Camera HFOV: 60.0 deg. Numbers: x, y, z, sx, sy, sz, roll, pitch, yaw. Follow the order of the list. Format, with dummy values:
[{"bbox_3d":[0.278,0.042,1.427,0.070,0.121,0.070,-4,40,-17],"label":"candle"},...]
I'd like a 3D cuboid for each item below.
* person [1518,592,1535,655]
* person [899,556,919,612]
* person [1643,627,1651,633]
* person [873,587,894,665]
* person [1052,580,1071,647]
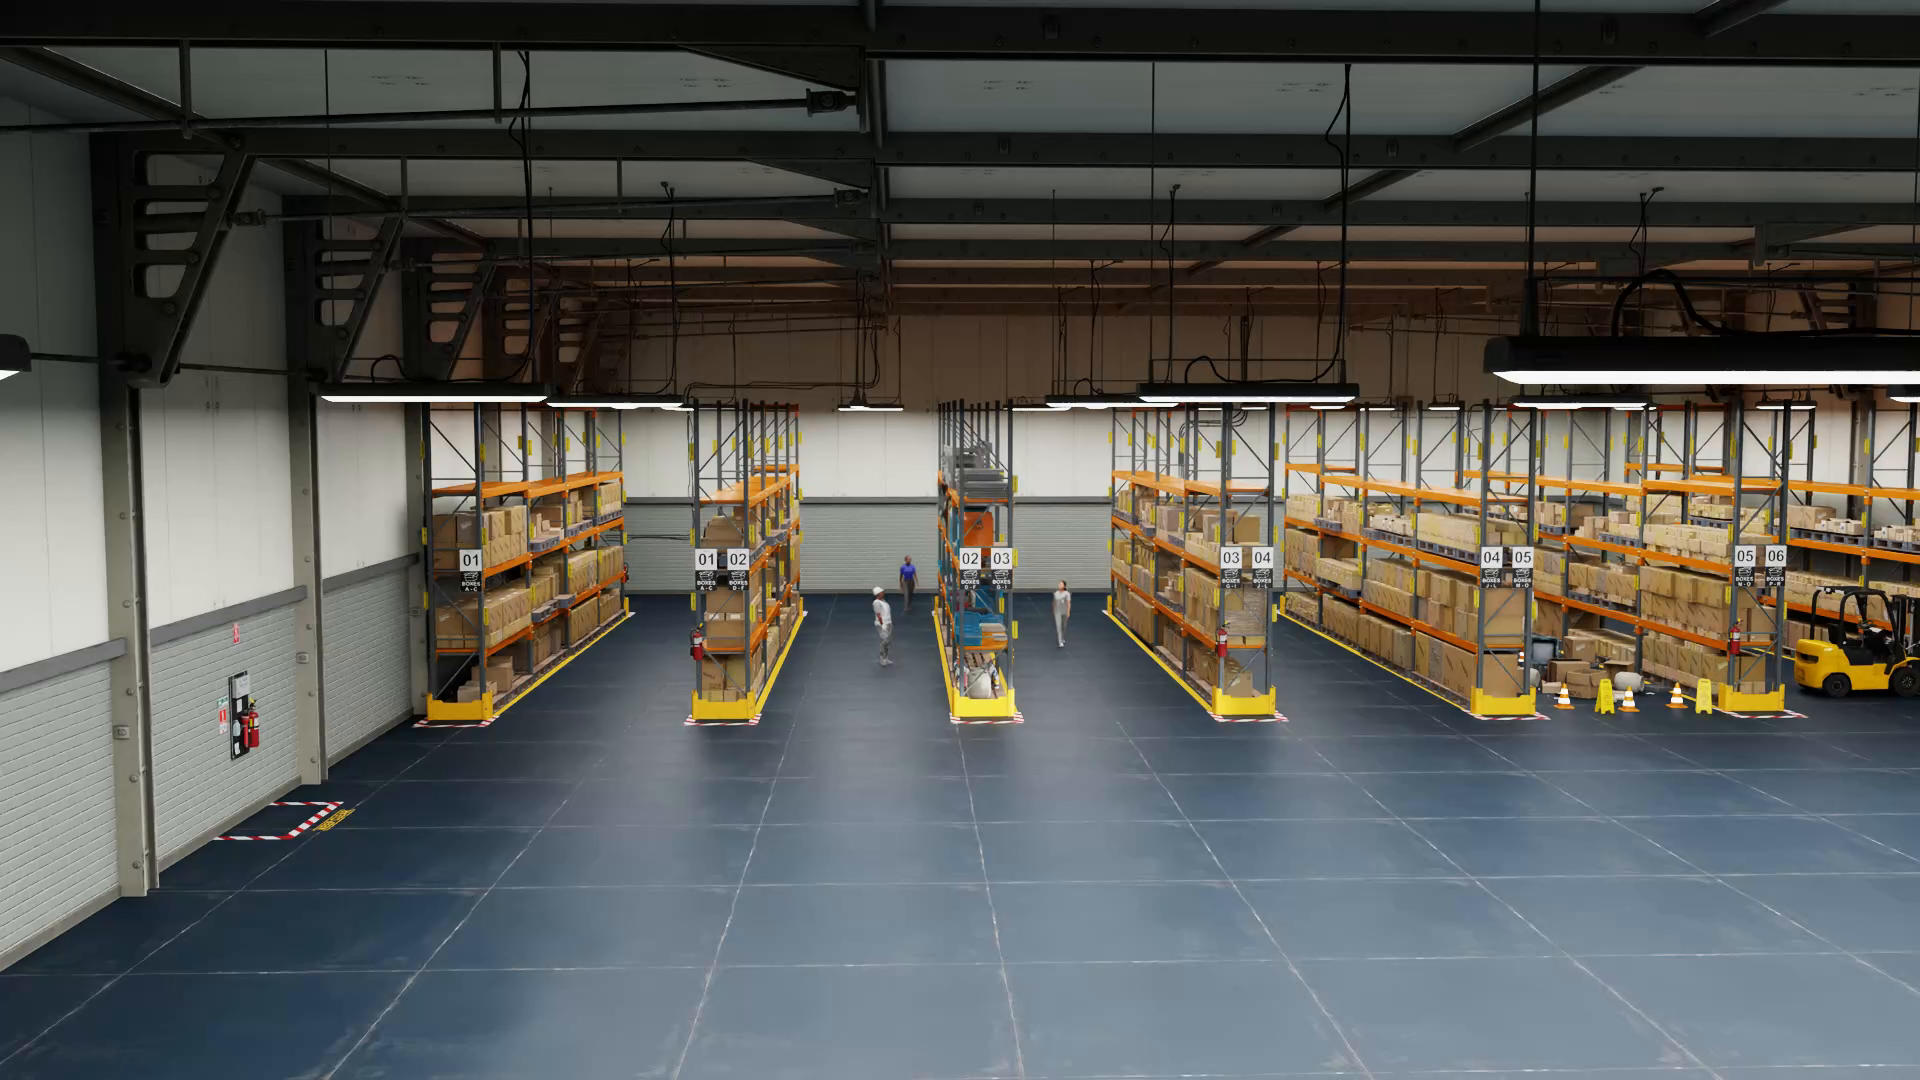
[{"bbox_3d":[13.298,1.860,39.187,0.640,1.822,0.580,-1,4,-15],"label":"person"},{"bbox_3d":[-1.480,1.255,47.997,0.498,1.598,0.989,-1,4,-15],"label":"person"},{"bbox_3d":[17.899,1.627,43.403,0.408,1.716,0.492,3,5,31],"label":"person"},{"bbox_3d":[-1.745,1.985,38.108,0.490,1.829,0.601,2,5,27],"label":"person"},{"bbox_3d":[2.508,1.801,40.957,0.431,1.617,1.064,0,4,-6],"label":"person"}]
